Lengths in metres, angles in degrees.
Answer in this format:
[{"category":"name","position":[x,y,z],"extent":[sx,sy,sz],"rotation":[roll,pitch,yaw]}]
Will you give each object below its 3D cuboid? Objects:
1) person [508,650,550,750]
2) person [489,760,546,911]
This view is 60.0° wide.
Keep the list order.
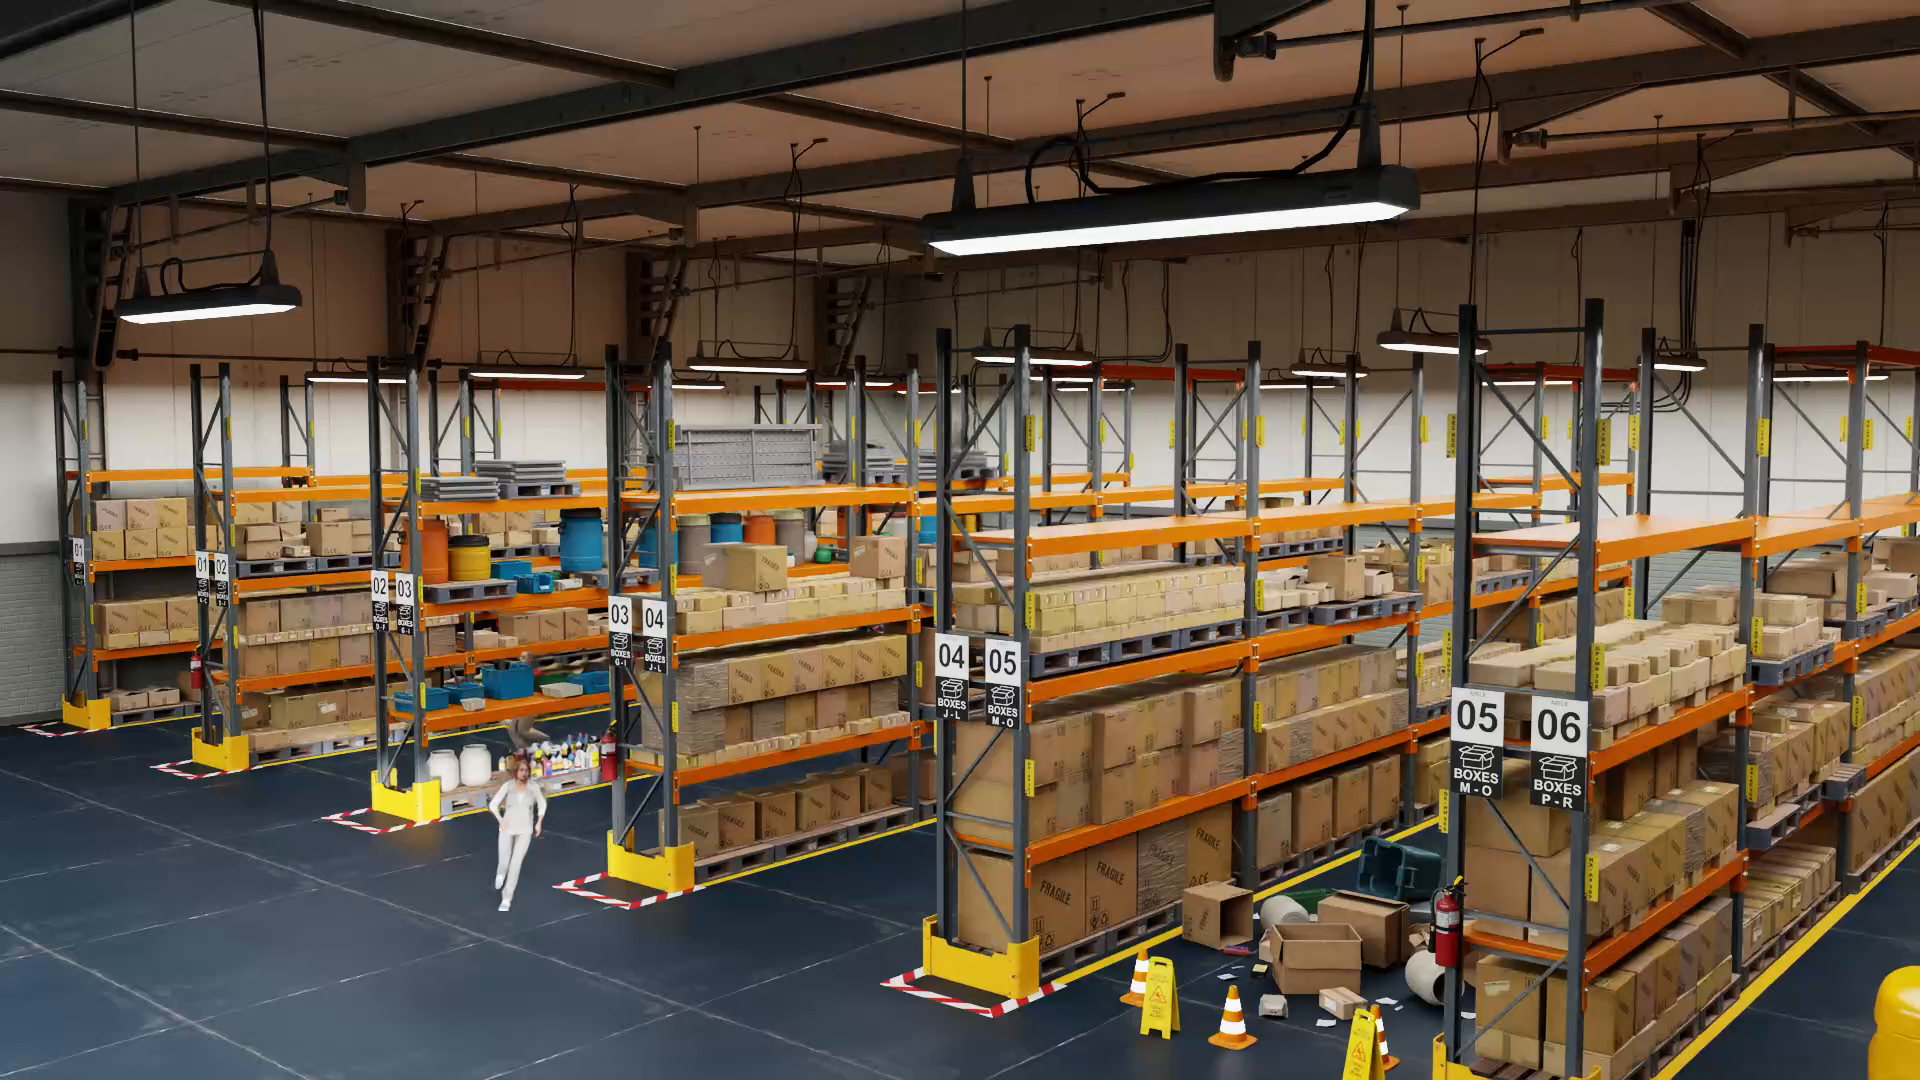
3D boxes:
[{"category":"person","position":[-6.574,2.506,25.204],"extent":[0.661,1.672,0.607],"rotation":[3,5,37]},{"category":"person","position":[-4.717,3.115,17.769],"extent":[0.592,1.550,0.715],"rotation":[-1,4,-16]}]
